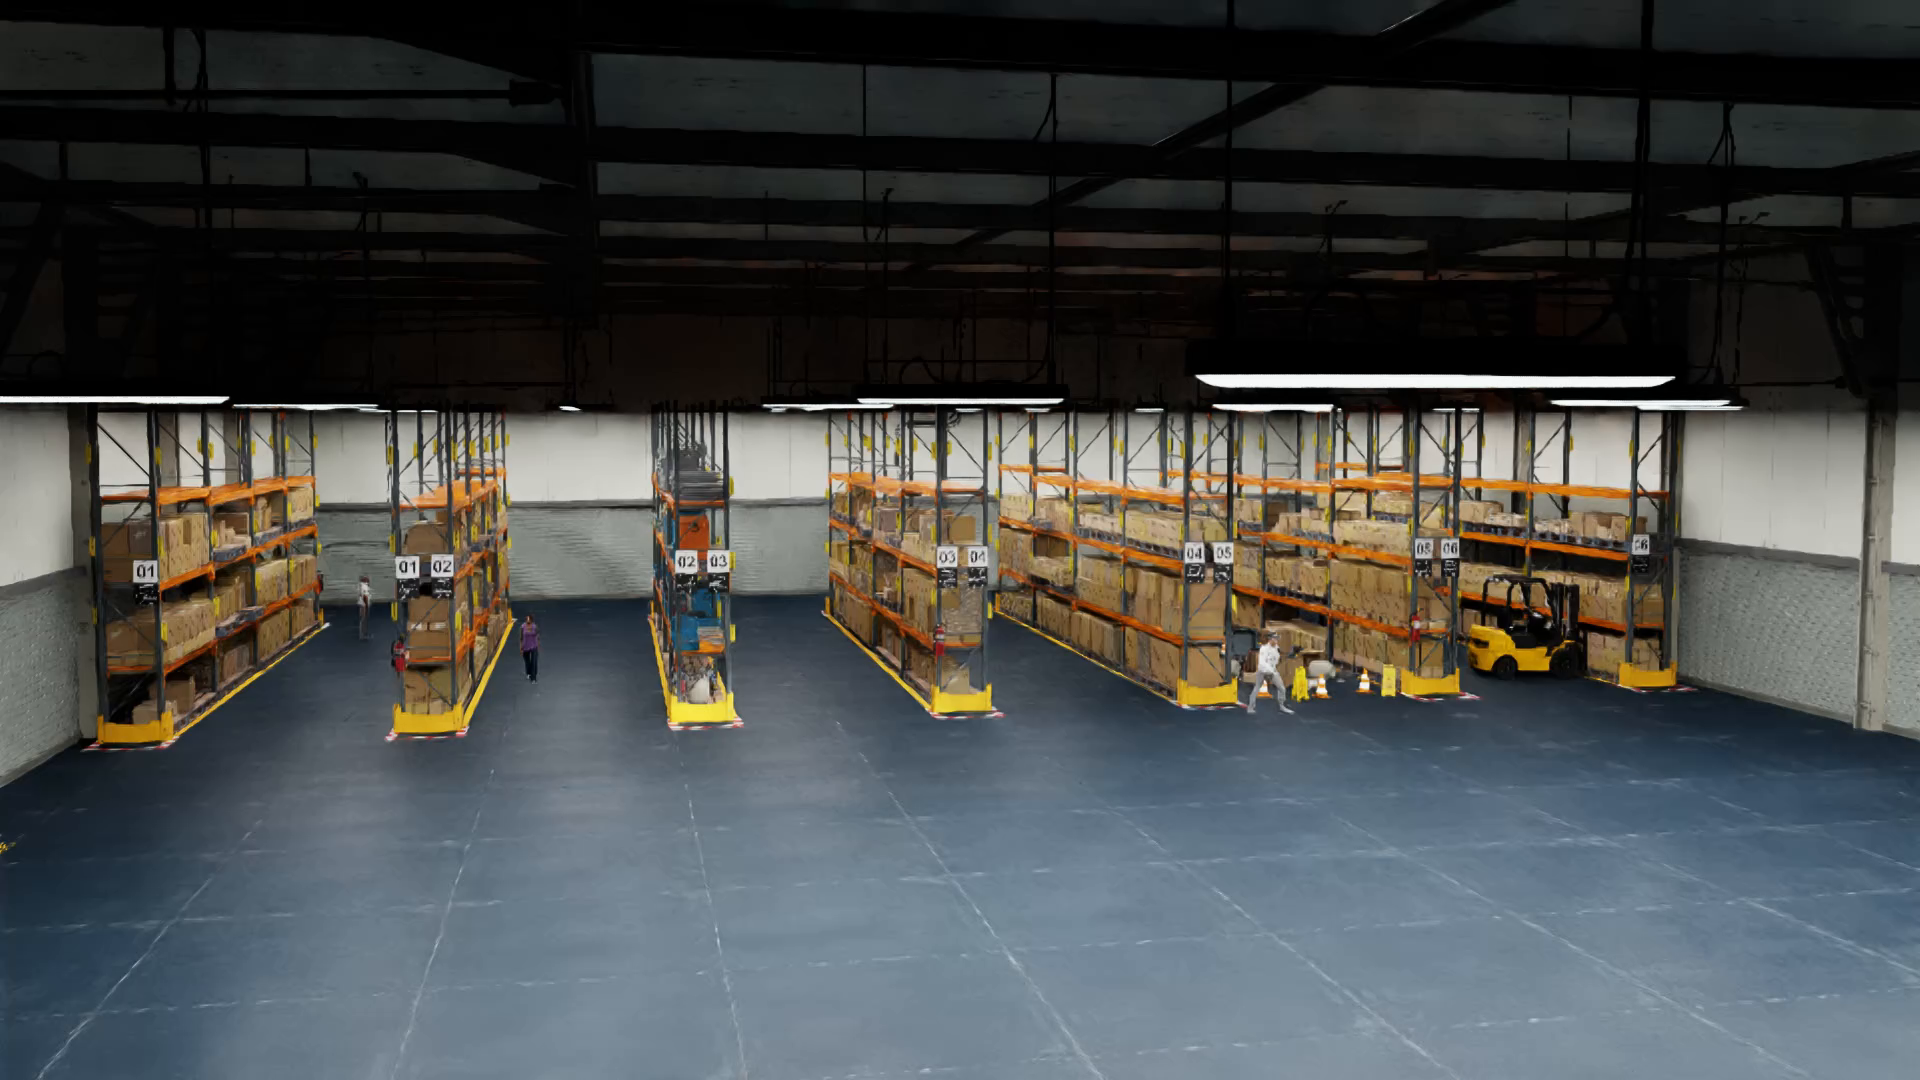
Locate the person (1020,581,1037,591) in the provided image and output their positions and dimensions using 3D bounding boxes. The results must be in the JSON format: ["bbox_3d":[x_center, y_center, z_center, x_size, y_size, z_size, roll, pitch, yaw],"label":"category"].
[{"bbox_3d":[2.114,1.055,51.241,0.442,1.587,0.997,-2,5,-21],"label":"person"}]

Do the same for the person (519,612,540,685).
[{"bbox_3d":[-9.171,2.284,35.389,0.417,1.517,1.037,-1,4,-9],"label":"person"}]

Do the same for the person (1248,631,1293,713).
[{"bbox_3d":[5.896,2.514,31.818,0.643,1.612,0.794,-2,5,-29],"label":"person"}]

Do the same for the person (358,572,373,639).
[{"bbox_3d":[-15.231,1.664,42.563,0.375,1.678,0.585,-2,5,-25],"label":"person"}]

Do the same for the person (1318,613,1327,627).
[{"bbox_3d":[9.495,1.653,42.971,0.428,1.656,0.534,-4,6,-43],"label":"person"}]
